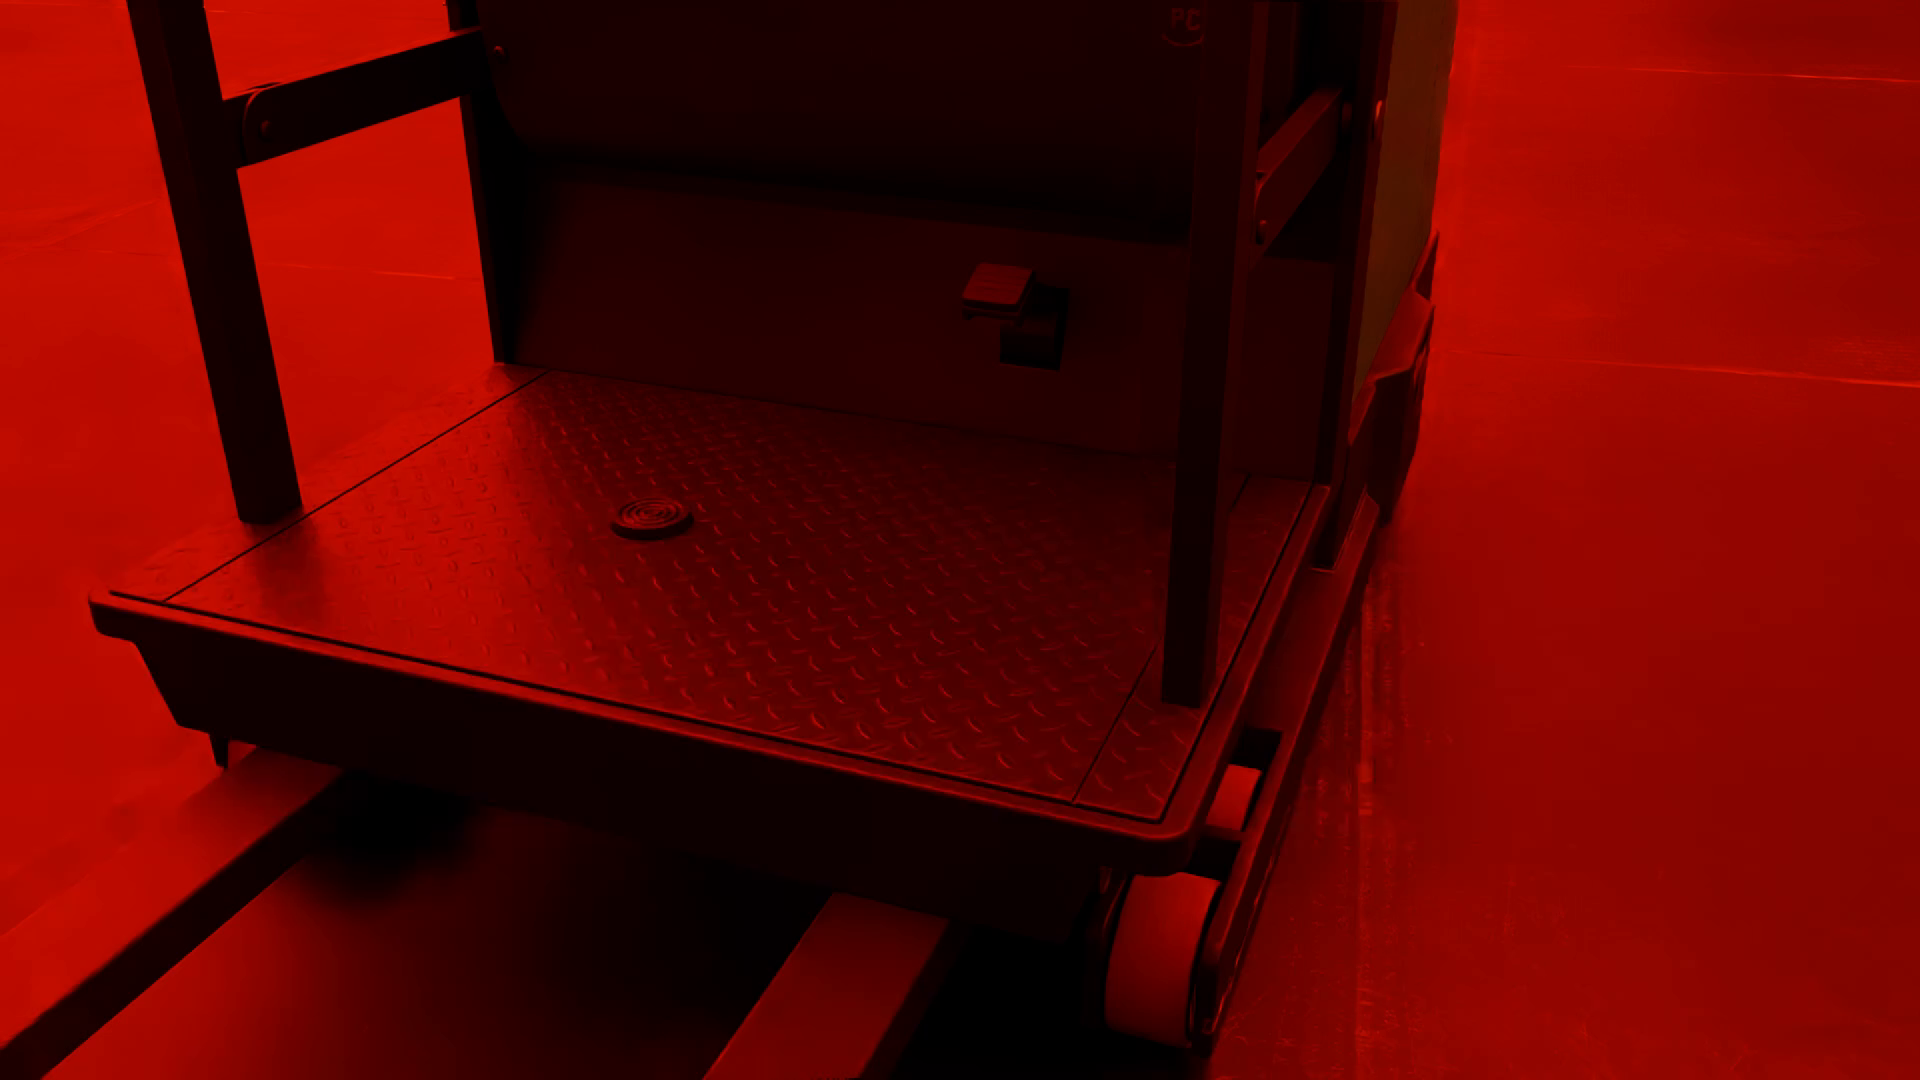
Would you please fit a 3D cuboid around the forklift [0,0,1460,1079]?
[{"bbox_3d":[-0.172,-1.047,1.321,1.130,2.935,3.031,10,28,18],"label":"forklift"}]
